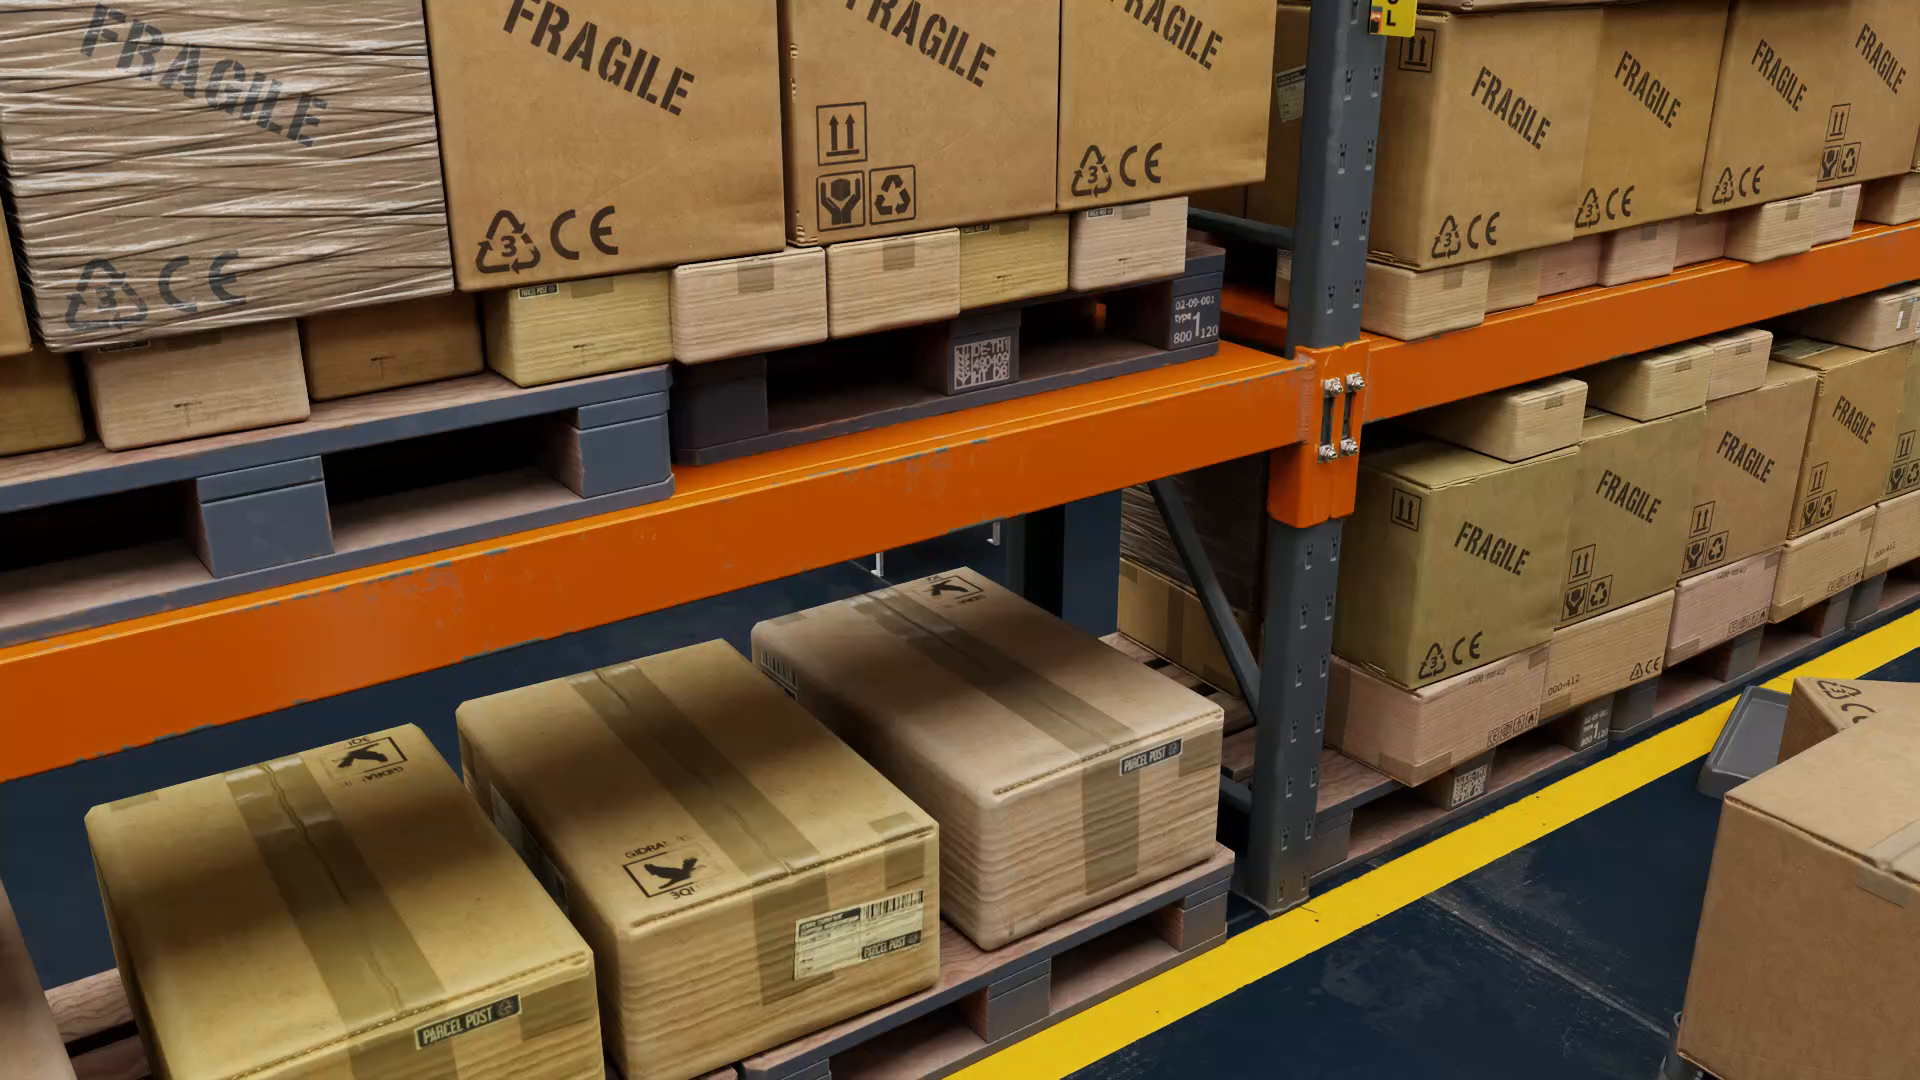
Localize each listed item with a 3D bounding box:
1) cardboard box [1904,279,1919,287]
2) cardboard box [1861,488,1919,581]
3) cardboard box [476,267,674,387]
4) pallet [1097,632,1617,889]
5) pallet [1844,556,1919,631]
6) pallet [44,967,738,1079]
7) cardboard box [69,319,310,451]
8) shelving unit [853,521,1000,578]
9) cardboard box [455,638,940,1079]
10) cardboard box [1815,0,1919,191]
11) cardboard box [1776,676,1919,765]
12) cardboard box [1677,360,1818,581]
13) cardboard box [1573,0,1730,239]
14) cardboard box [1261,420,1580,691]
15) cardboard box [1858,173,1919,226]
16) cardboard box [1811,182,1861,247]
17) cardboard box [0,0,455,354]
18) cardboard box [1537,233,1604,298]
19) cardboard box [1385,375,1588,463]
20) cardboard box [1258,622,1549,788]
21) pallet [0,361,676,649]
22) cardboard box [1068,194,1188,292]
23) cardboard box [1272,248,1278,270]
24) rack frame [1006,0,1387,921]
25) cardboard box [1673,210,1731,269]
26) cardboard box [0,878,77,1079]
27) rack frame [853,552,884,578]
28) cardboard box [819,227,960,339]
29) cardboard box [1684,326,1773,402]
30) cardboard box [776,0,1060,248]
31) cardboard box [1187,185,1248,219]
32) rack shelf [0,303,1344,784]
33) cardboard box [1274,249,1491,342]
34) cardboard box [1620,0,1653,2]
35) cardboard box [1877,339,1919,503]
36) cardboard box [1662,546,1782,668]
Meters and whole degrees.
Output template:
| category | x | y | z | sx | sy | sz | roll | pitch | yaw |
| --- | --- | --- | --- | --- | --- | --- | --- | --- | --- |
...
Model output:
| category | x | y | z | sx | sy | sz | roll | pitch | yaw |
| --- | --- | --- | --- | --- | --- | --- | --- | --- | --- |
| cardboard box | 2.743 | -0.728 | 4.929 | 0.250 | 0.149 | 0.380 | -14 | 26 | -32 |
| cardboard box | 2.782 | -0.118 | 5.287 | 0.500 | 0.250 | 0.500 | -15 | 26 | -33 |
| cardboard box | -0.634 | -0.367 | 2.541 | 0.250 | 0.149 | 0.380 | -15 | 26 | -33 |
| pallet | 0.984 | 0.440 | 4.510 | 1.213 | 0.211 | 1.003 | -15 | 26 | -33 |
| pallet | 2.964 | -0.088 | 5.833 | 1.213 | 0.211 | 1.003 | -15 | 26 | -33 |
| pallet | -1.163 | 1.030 | 3.030 | 1.213 | 0.211 | 1.003 | -15 | 26 | -33 |
| cardboard box | -1.075 | -0.262 | 2.277 | 0.250 | 0.149 | 0.380 | -14 | 26 | -31 |
| shelving unit | -0.134 | -0.521 | 5.584 | 0.503 | 1.200 | 0.258 | -15 | 26 | -33 |
| cardboard box | -0.547 | 0.597 | 3.332 | 0.625 | 0.372 | 0.950 | -13 | 25 | -30 |
| cardboard box | 2.187 | -1.231 | 4.398 | 0.500 | 0.500 | 0.500 | -15 | 26 | -32 |
| cardboard box | 2.124 | 0.638 | 3.620 | 0.500 | 0.500 | 0.500 | 2 | 22 | 4 |
| cardboard box | 1.945 | -0.243 | 4.590 | 0.500 | 0.500 | 0.500 | -13 | 25 | -30 |
| cardboard box | 1.373 | -1.011 | 3.847 | 0.500 | 0.500 | 0.500 | -15 | 26 | -33 |
| cardboard box | 1.096 | -0.012 | 4.011 | 0.500 | 0.500 | 0.500 | -14 | 25 | -30 |
| cardboard box | 2.530 | -1.005 | 4.708 | 0.250 | 0.149 | 0.380 | -15 | 26 | -33 |
| cardboard box | 2.134 | -0.891 | 4.422 | 0.250 | 0.149 | 0.380 | -15 | 26 | -33 |
| cardboard box | -1.031 | -0.579 | 2.197 | 0.500 | 0.500 | 0.500 | -16 | 27 | -35 |
| cardboard box | 1.275 | -0.691 | 3.921 | 0.250 | 0.149 | 0.380 | -15 | 26 | -33 |
| cardboard box | 1.232 | -0.322 | 3.914 | 0.250 | 0.149 | 0.380 | -14 | 26 | -32 |
| cardboard box | 1.096 | 0.336 | 4.150 | 0.500 | 0.250 | 0.500 | -16 | 27 | -35 |
| pallet | -1.205 | -0.185 | 2.572 | 1.213 | 0.211 | 1.003 | -15 | 26 | -33 |
| cardboard box | 0.203 | -0.583 | 3.083 | 0.250 | 0.149 | 0.380 | -14 | 26 | -32 |
| cardboard box | 0.740 | -0.800 | 4.193 | 0.250 | 0.149 | 0.380 | -14 | 26 | -32 |
| rack frame | 0.459 | -0.699 | 3.602 | 0.127 | 3.000 | 1.000 | -15 | 26 | -33 |
| cardboard box | 1.694 | -0.802 | 4.197 | 0.250 | 0.149 | 0.380 | -15 | 26 | -33 |
| cardboard box | -1.729 | 0.910 | 2.547 | 0.625 | 0.372 | 0.950 | -16 | 27 | -34 |
| rack frame | -0.332 | -0.469 | 5.452 | 0.015 | 1.200 | 0.240 | -15 | 26 | -33 |
| cardboard box | -0.210 | -0.465 | 2.787 | 0.250 | 0.149 | 0.380 | -15 | 26 | -34 |
| cardboard box | 1.865 | -0.493 | 4.342 | 0.250 | 0.149 | 0.380 | -13 | 25 | -30 |
| cardboard box | -0.184 | -0.802 | 2.757 | 0.500 | 0.500 | 0.500 | -15 | 26 | -33 |
| cardboard box | 0.675 | -1.055 | 3.957 | 0.500 | 0.500 | 0.500 | -16 | 27 | -34 |
| rack shelf | -1.164 | 0.068 | 2.650 | 4.000 | 0.370 | 1.077 | -15 | 26 | -33 |
| cardboard box | 0.902 | -0.554 | 3.578 | 0.250 | 0.149 | 0.380 | -15 | 26 | -33 |
| cardboard box | 1.370 | -1.482 | 3.679 | 0.500 | 0.500 | 0.700 | -15 | 26 | -33 |
| cardboard box | 2.786 | -0.466 | 5.148 | 0.500 | 0.500 | 0.500 | -14 | 26 | -31 |
| cardboard box | 1.952 | 0.102 | 4.738 | 0.500 | 0.250 | 0.500 | -15 | 26 | -34 |
